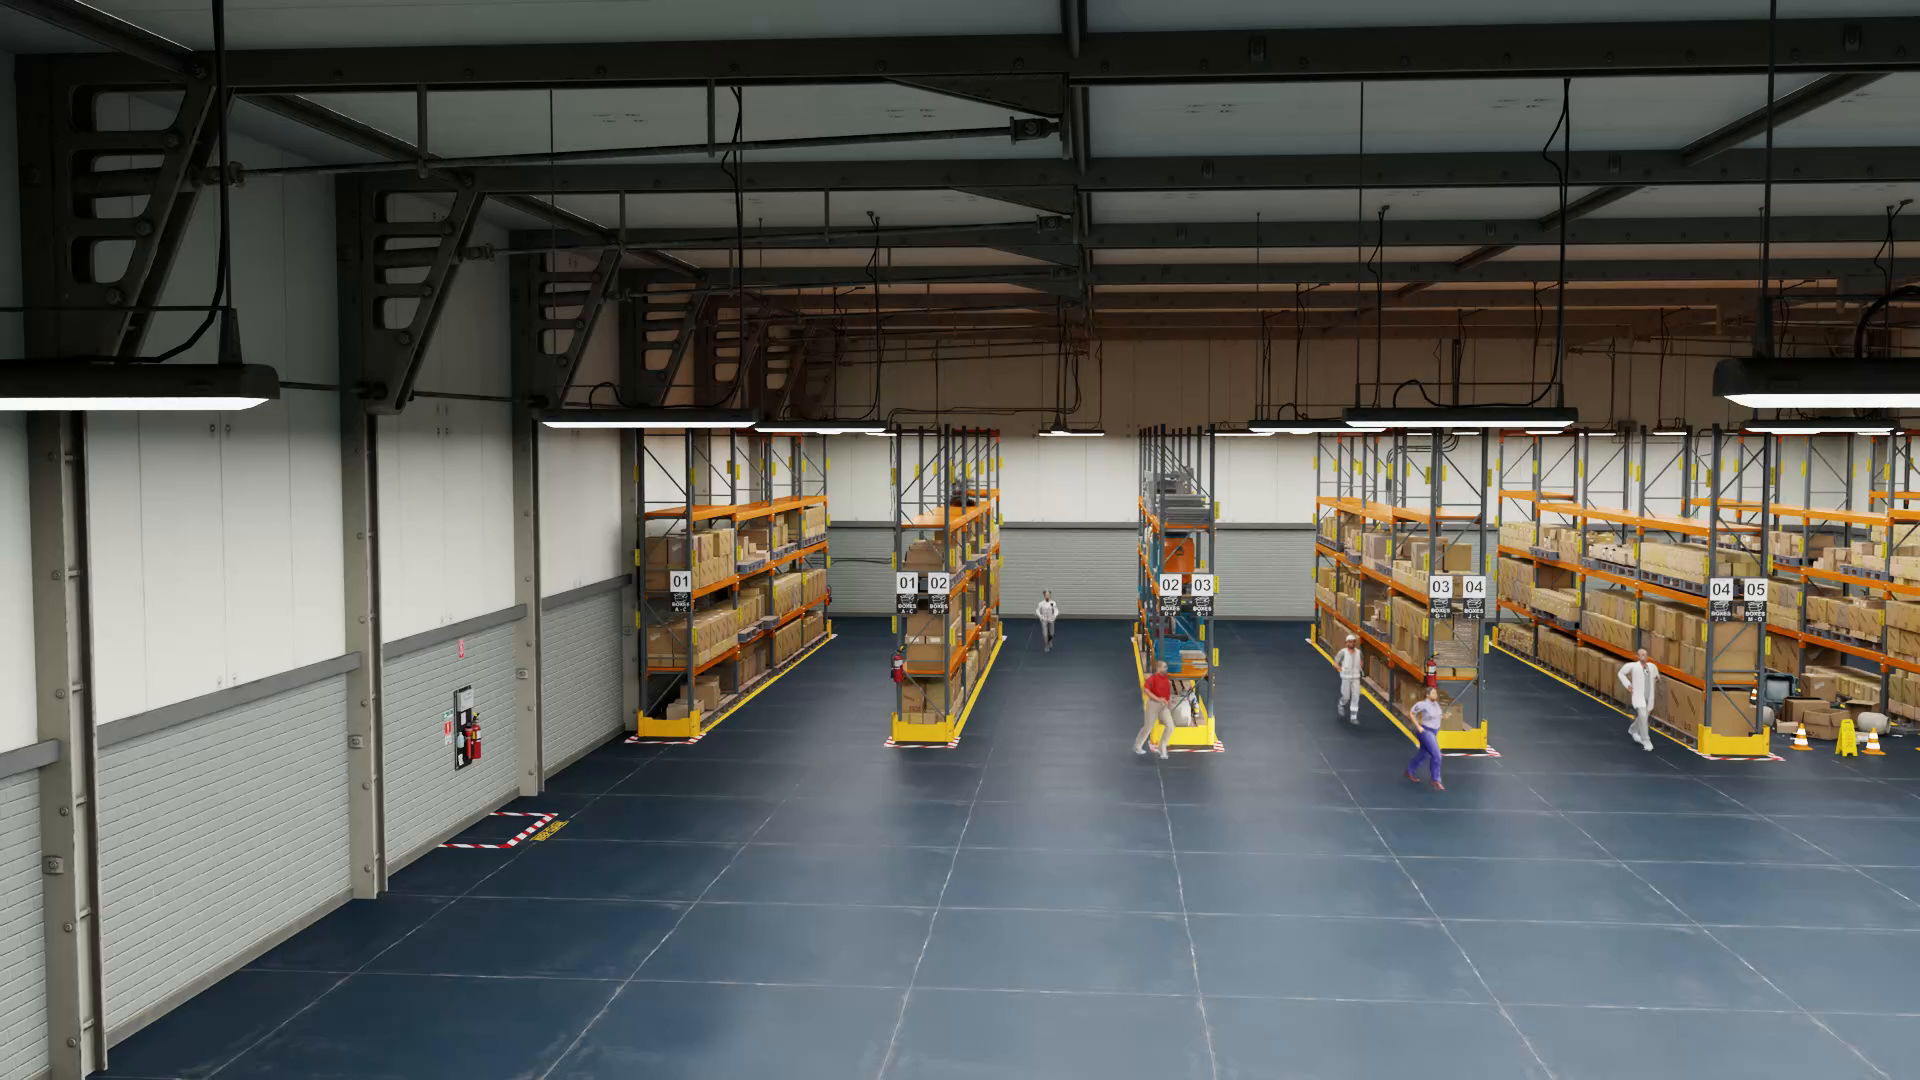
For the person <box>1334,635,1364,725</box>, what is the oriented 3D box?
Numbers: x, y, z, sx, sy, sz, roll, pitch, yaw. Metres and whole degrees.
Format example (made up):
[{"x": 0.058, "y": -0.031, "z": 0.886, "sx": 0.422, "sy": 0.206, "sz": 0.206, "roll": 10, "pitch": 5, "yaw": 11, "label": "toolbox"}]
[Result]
[{"x": 7.838, "y": 2.784, "z": 33.388, "sx": 0.667, "sy": 1.767, "sz": 0.916, "roll": 0, "pitch": 3, "yaw": -6, "label": "person"}]

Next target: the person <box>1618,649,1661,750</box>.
[{"x": 12.671, "y": 2.927, "z": 30.884, "sx": 0.699, "sy": 1.806, "sz": 0.948, "roll": -1, "pitch": 4, "yaw": -10, "label": "person"}]

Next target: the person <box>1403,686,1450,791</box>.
[{"x": 7.683, "y": 3.248, "z": 27.377, "sx": 0.775, "sy": 1.712, "sz": 0.577, "roll": 3, "pitch": 4, "yaw": 37, "label": "person"}]

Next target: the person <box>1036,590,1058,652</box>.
[{"x": 2.349, "y": 2.172, "z": 44.793, "sx": 0.613, "sy": 1.648, "sz": 0.555, "roll": 0, "pitch": 3, "yaw": 0, "label": "person"}]

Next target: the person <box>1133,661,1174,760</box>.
[{"x": 3.571, "y": 3.057, "z": 29.976, "sx": 0.725, "sy": 1.764, "sz": 0.704, "roll": -3, "pitch": 4, "yaw": -38, "label": "person"}]
